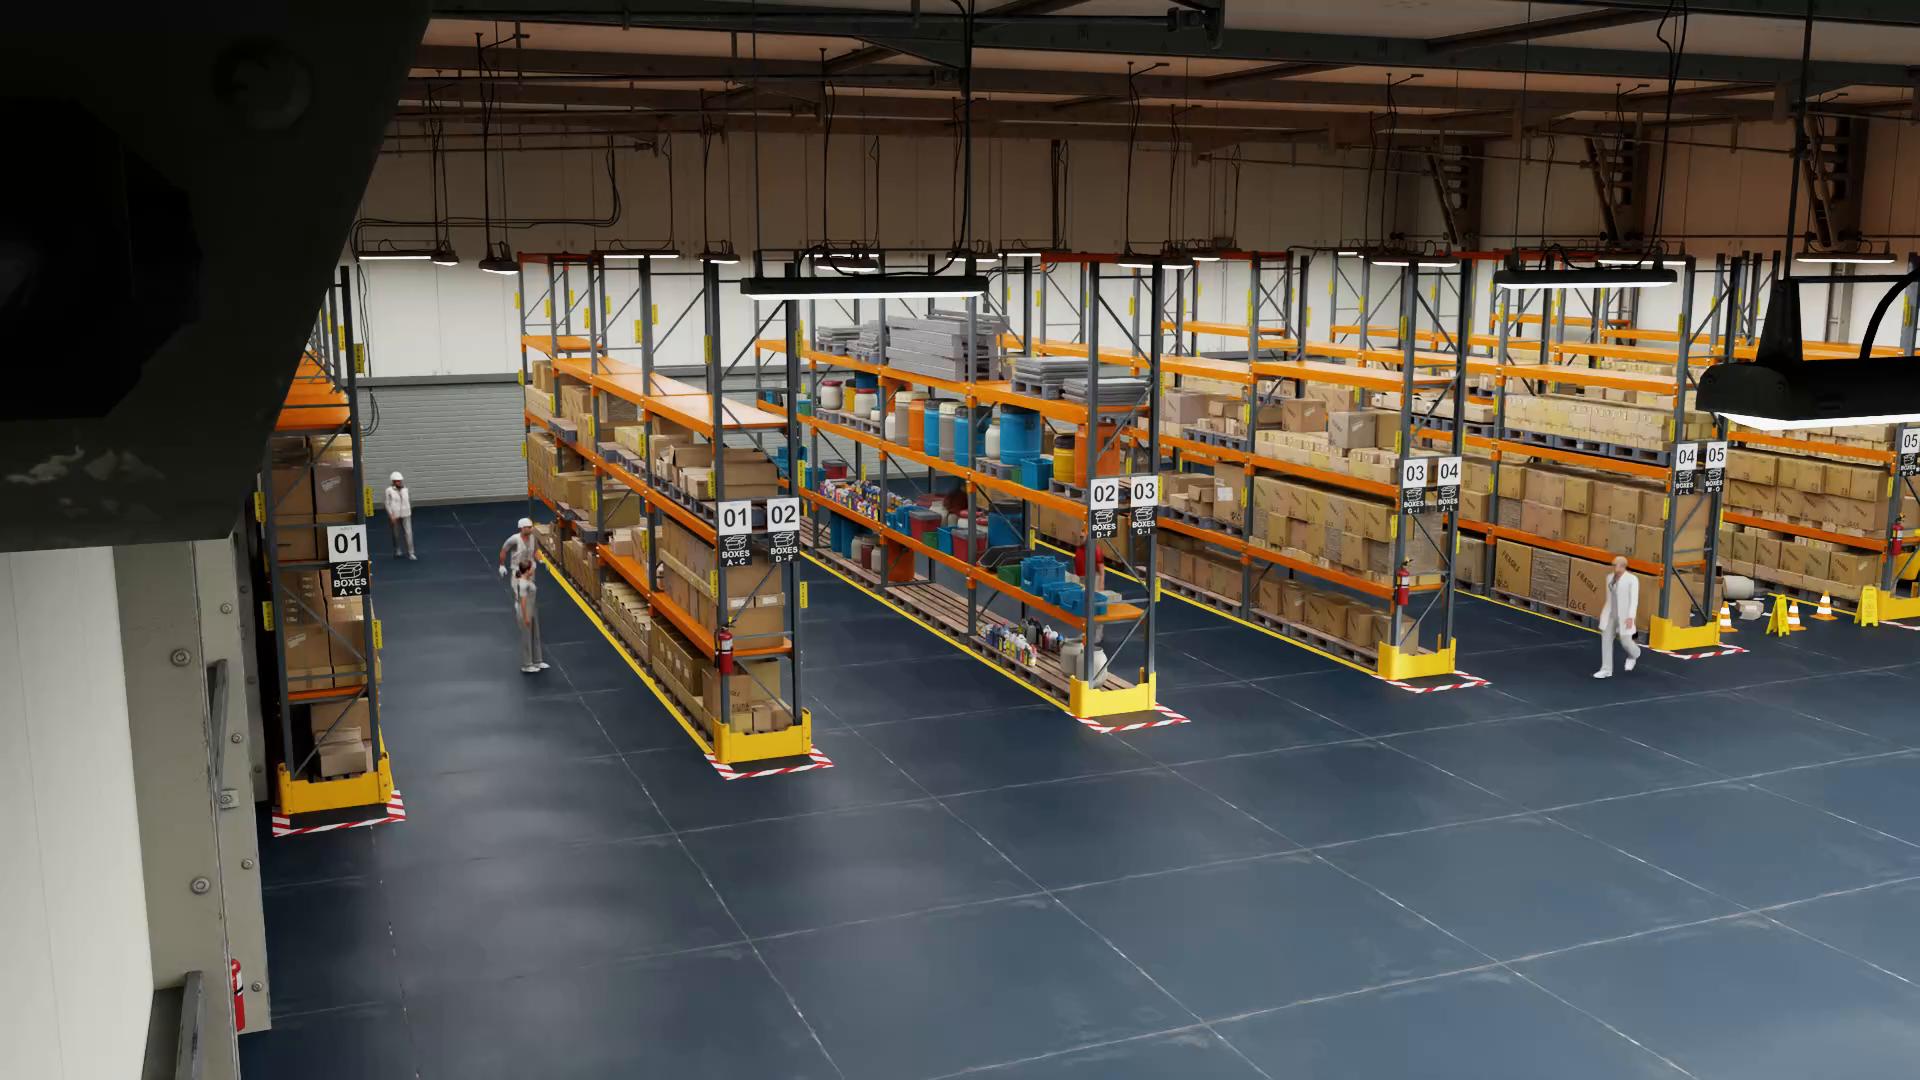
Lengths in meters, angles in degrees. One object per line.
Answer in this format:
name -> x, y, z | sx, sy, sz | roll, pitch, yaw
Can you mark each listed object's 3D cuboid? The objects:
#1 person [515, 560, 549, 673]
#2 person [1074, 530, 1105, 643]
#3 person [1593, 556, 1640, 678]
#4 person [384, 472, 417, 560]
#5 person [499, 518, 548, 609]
person -> -6.304, 1.108, 24.385 | 0.363, 1.675, 0.505 | 2, 11, 10
person -> 2.026, 0.721, 26.368 | 0.387, 1.770, 0.624 | -10, 14, -44
person -> 9.573, 1.099, 24.092 | 0.526, 1.766, 0.908 | 9, 14, 41
person -> -11.073, -0.486, 32.812 | 0.522, 1.714, 1.015 | -5, 11, -24
person -> -7.230, 0.526, 27.527 | 0.774, 1.807, 0.877 | -4, 11, -21
